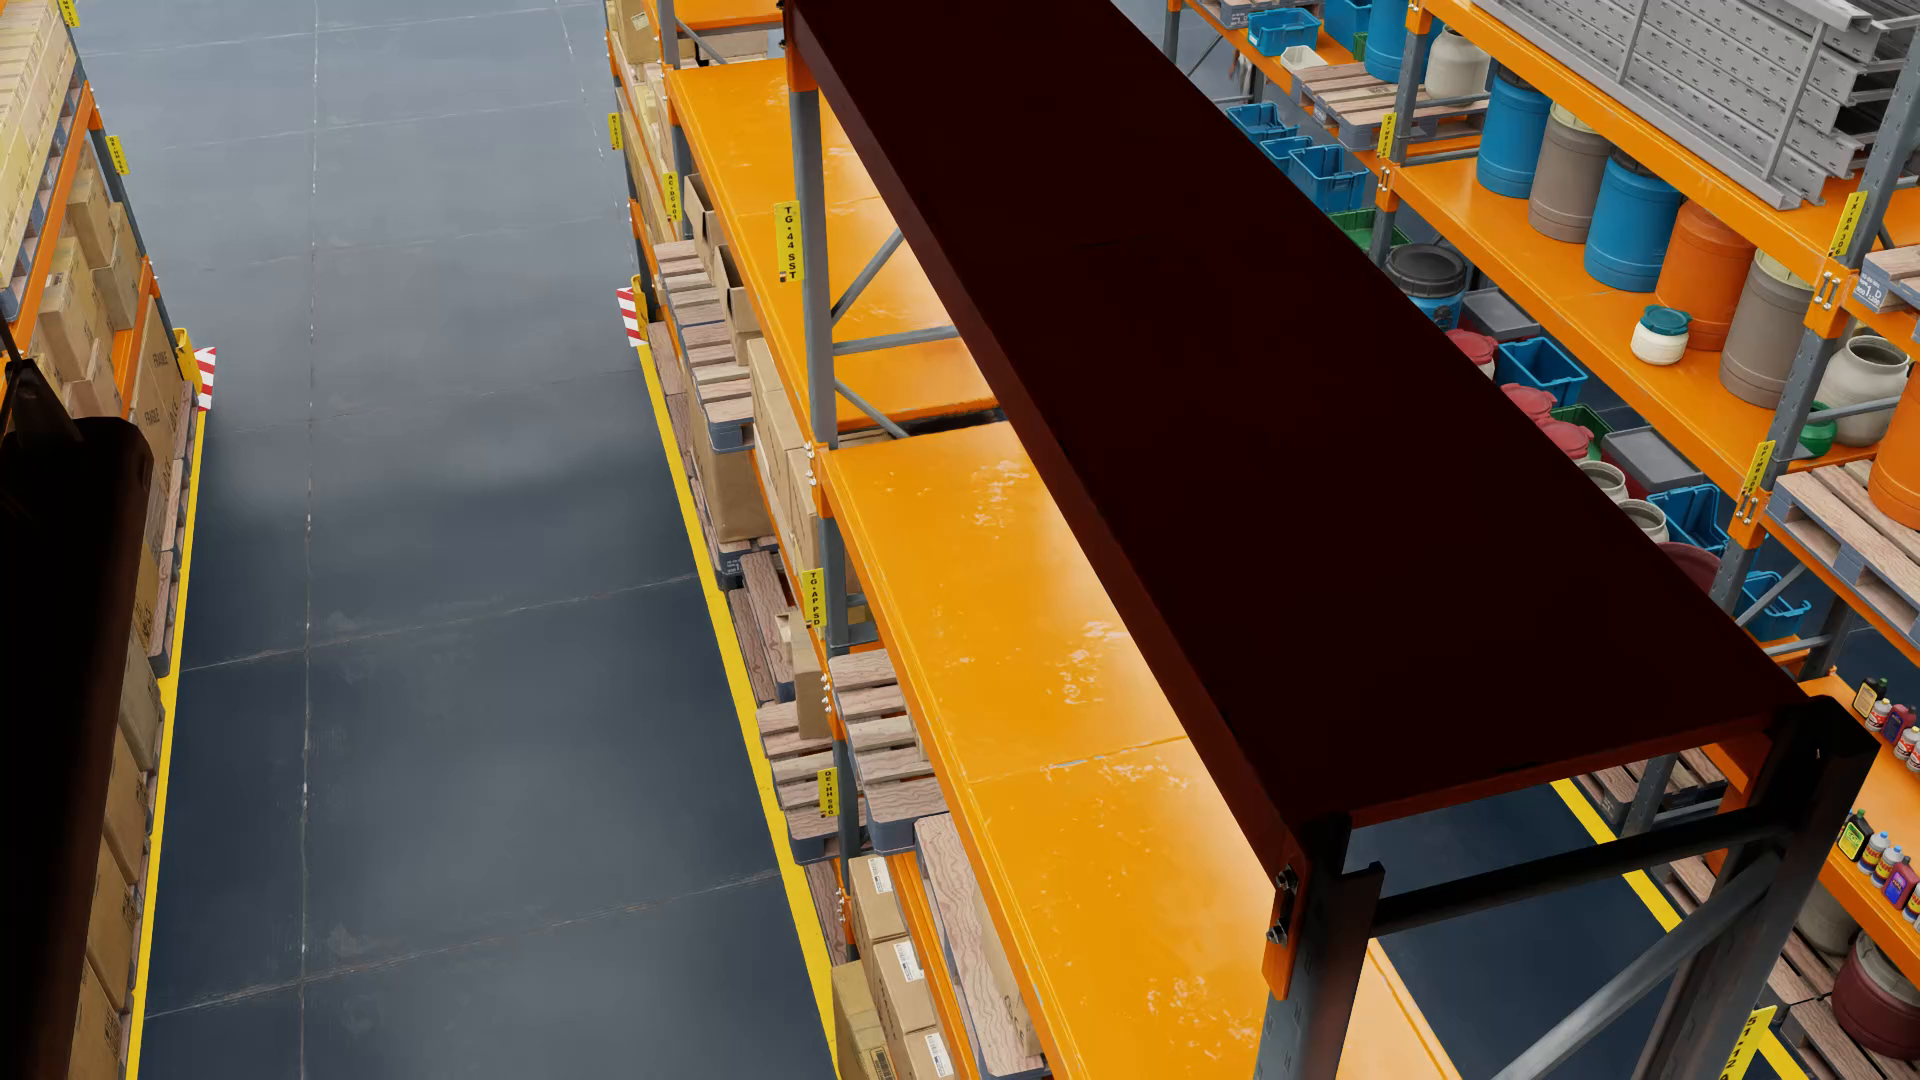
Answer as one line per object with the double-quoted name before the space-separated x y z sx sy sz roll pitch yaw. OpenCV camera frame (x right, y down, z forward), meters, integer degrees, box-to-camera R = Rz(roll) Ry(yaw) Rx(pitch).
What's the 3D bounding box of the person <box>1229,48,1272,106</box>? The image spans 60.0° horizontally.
"person" 3.186 -5.095 17.873 0.484 1.677 0.465 -13 40 -16
